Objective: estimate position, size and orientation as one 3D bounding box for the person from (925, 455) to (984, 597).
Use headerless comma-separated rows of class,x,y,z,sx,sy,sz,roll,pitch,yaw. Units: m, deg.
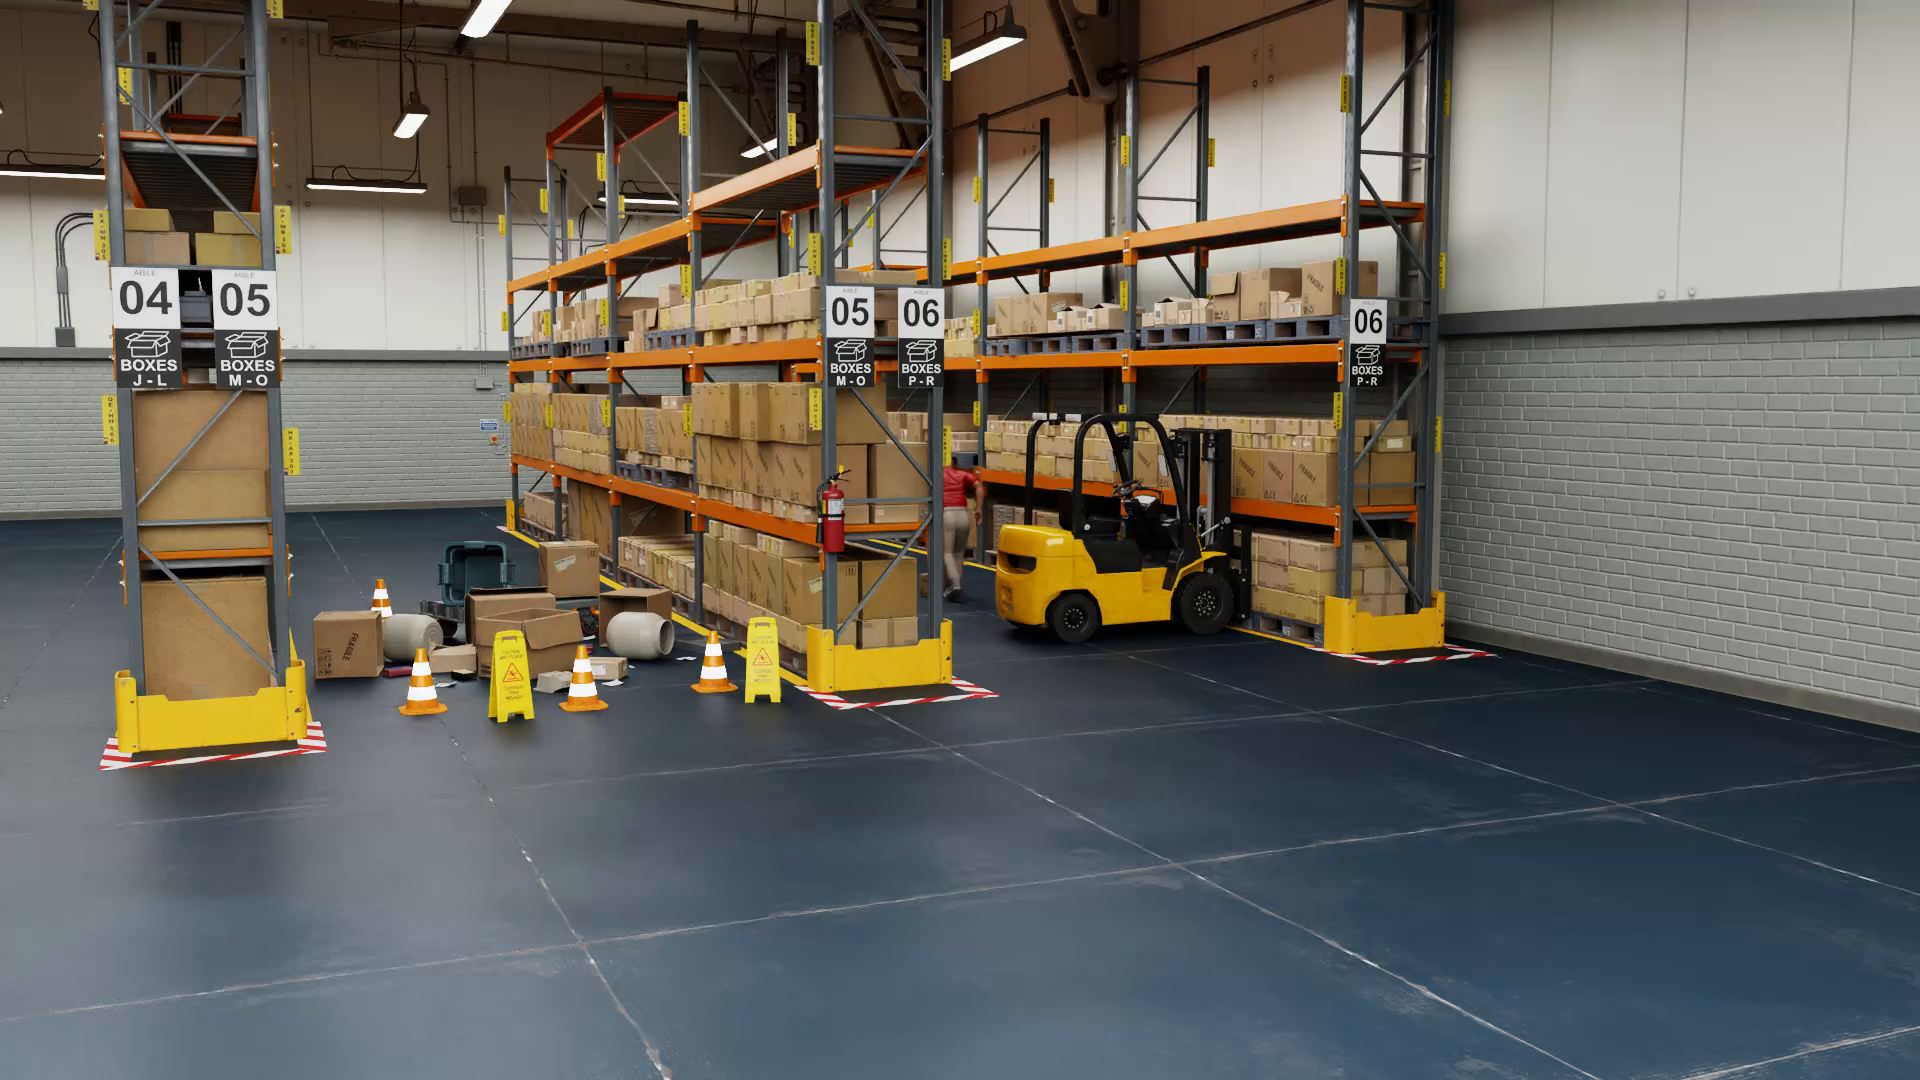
person,-0.070,-0.161,19.034,0.647,1.671,0.951,-2,6,-24
